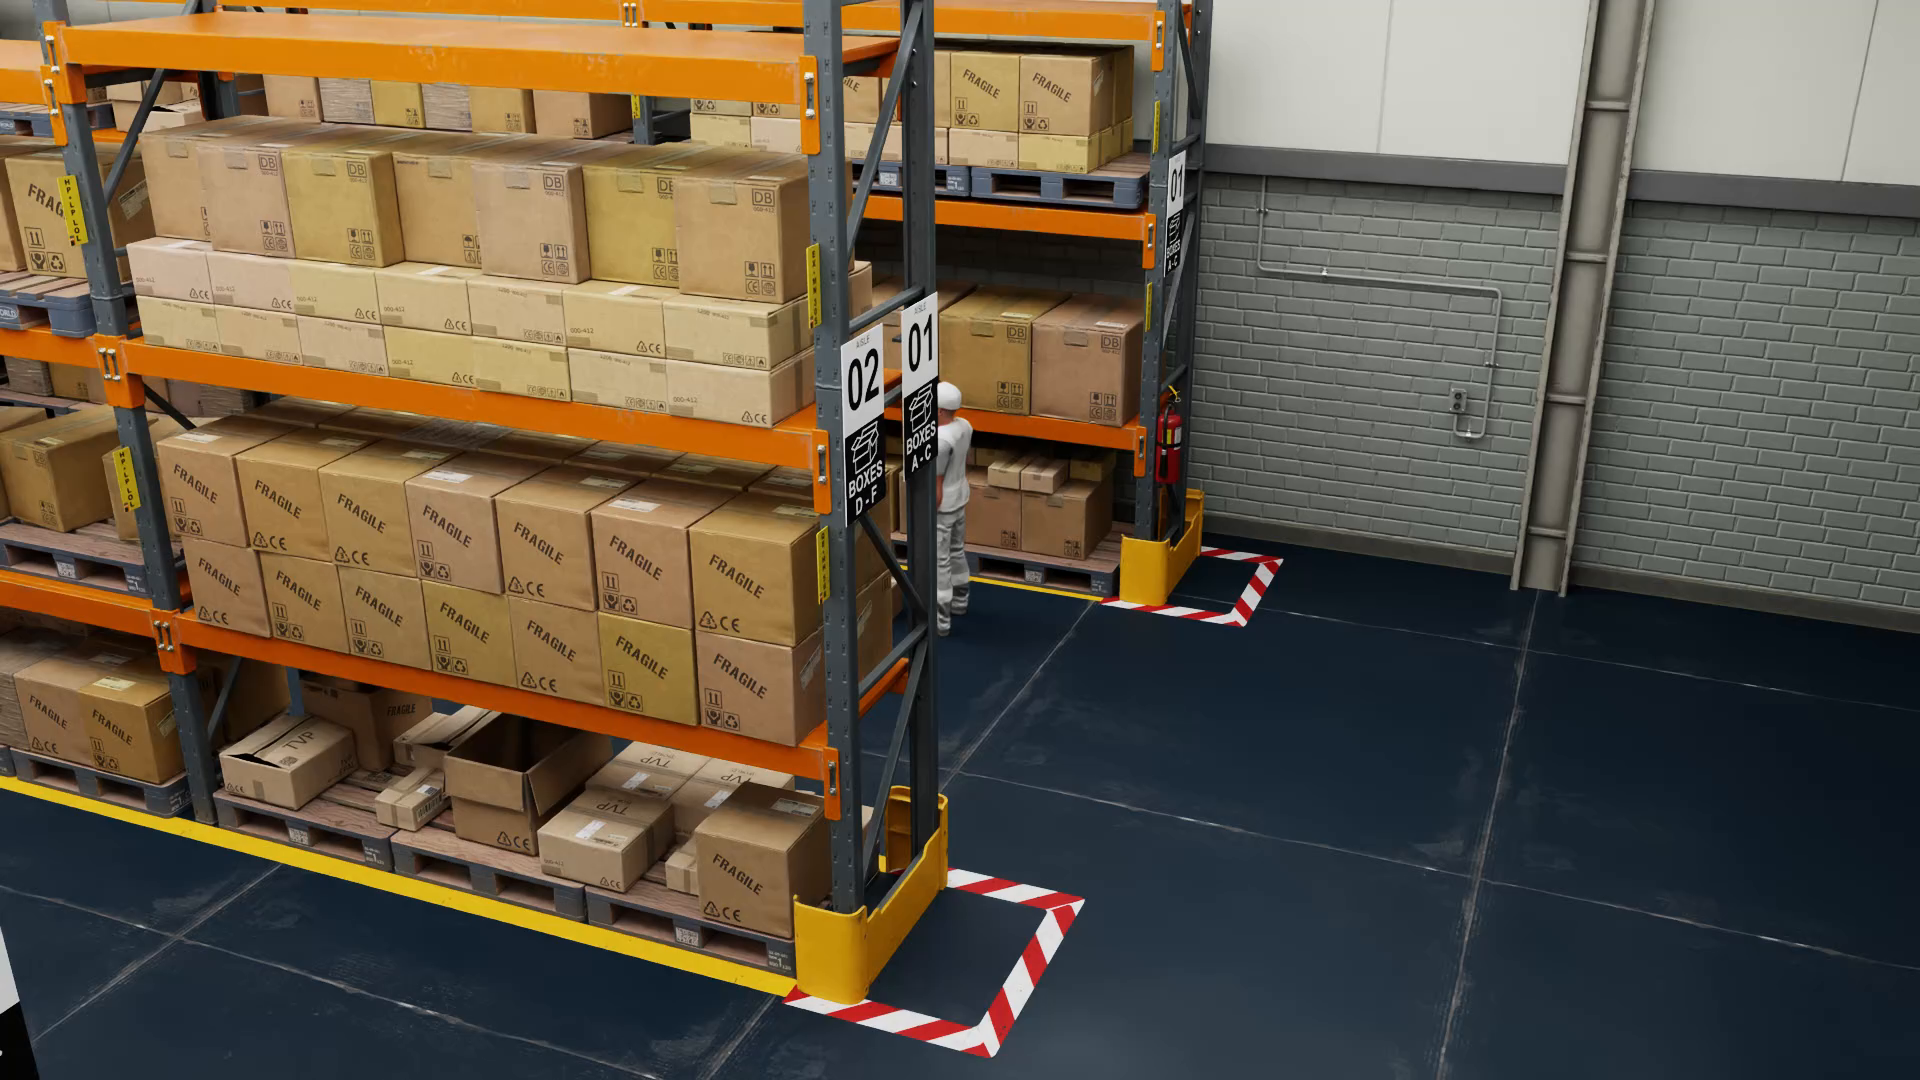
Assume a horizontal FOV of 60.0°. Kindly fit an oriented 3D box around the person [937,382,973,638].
[{"bbox_3d":[-0.149,-0.234,11.465,0.405,1.792,0.570,11,25,25],"label":"person"}]
